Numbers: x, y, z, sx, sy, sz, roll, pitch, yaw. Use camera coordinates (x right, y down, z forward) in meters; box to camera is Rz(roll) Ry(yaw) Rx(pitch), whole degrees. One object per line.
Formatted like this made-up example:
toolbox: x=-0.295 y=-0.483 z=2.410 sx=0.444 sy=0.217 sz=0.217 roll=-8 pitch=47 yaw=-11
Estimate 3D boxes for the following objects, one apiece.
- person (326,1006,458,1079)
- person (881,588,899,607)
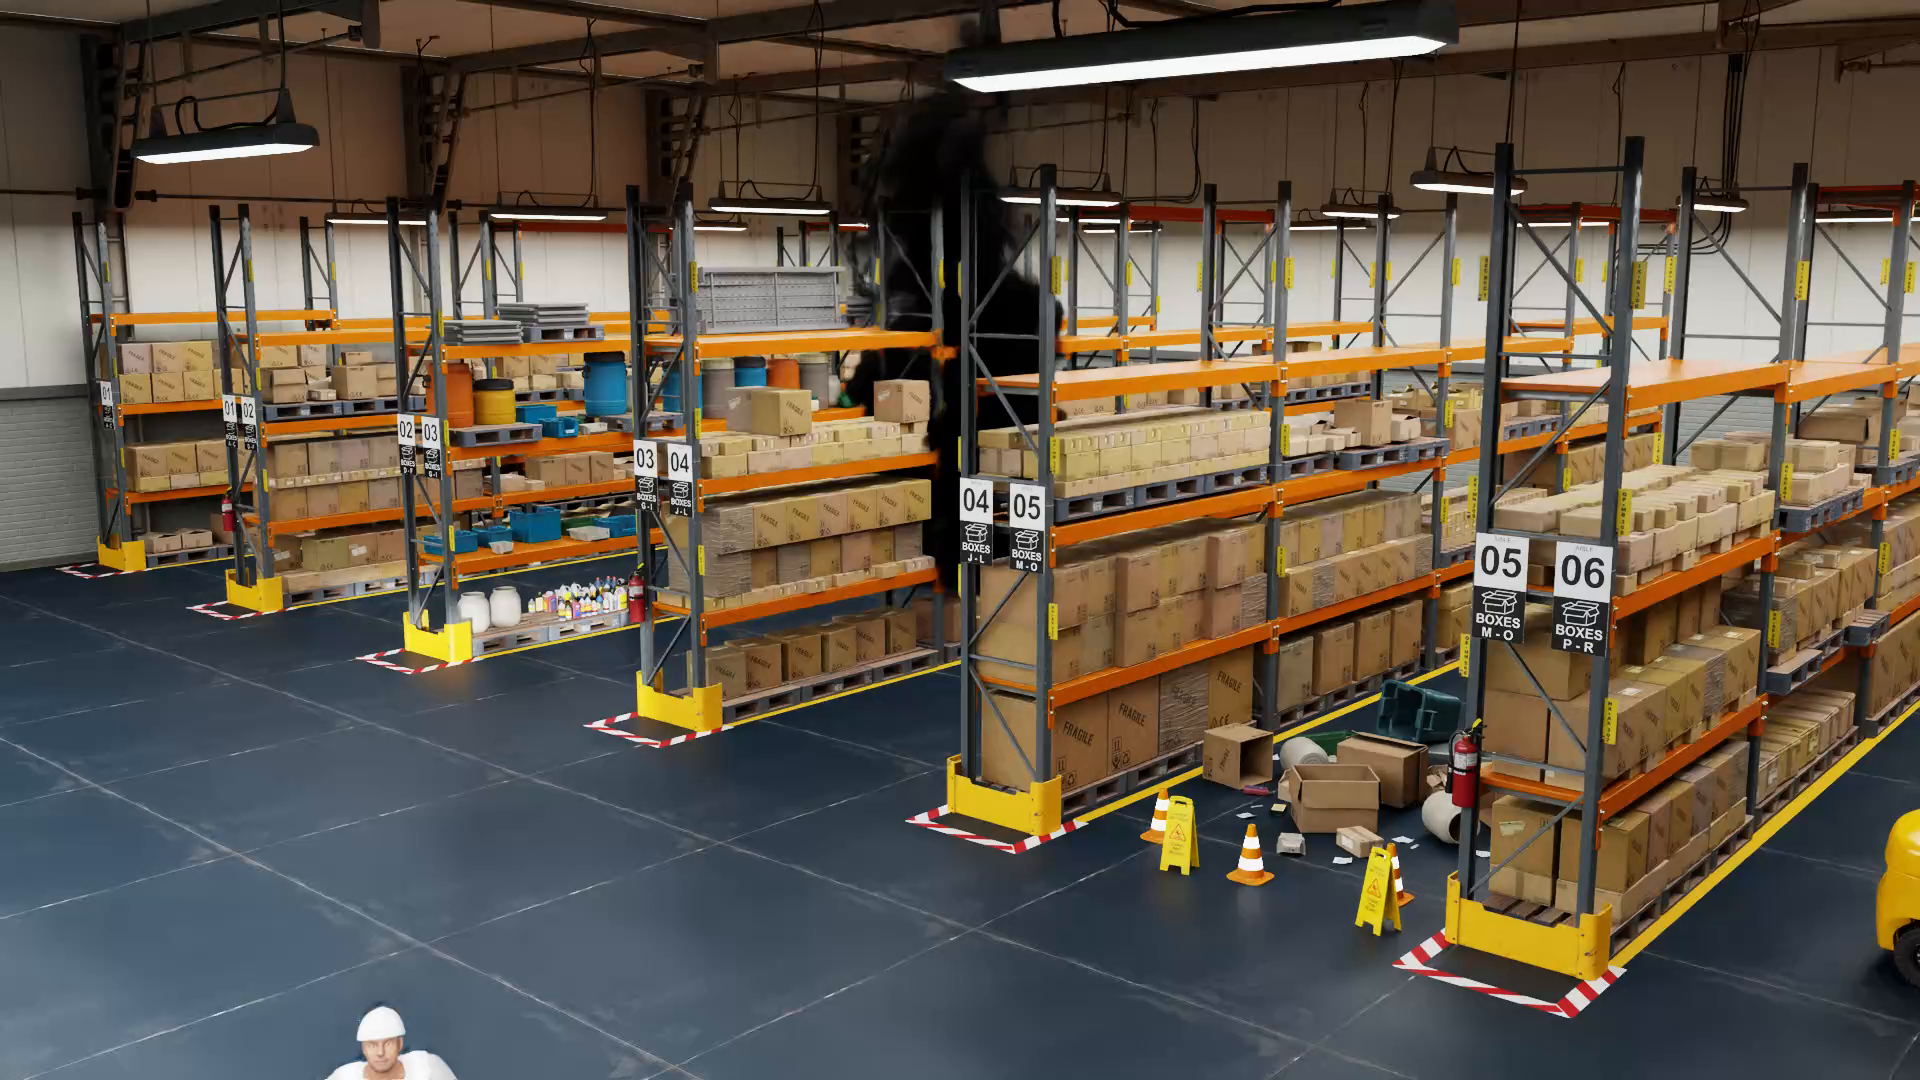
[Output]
person: x=-2.683 y=3.032 z=7.833 sx=0.681 sy=1.769 sz=0.888 roll=-3 pitch=10 yaw=-17
person: x=-0.980 y=0.151 z=23.666 sx=0.603 sy=1.659 sz=0.515 roll=6 pitch=11 yaw=31
